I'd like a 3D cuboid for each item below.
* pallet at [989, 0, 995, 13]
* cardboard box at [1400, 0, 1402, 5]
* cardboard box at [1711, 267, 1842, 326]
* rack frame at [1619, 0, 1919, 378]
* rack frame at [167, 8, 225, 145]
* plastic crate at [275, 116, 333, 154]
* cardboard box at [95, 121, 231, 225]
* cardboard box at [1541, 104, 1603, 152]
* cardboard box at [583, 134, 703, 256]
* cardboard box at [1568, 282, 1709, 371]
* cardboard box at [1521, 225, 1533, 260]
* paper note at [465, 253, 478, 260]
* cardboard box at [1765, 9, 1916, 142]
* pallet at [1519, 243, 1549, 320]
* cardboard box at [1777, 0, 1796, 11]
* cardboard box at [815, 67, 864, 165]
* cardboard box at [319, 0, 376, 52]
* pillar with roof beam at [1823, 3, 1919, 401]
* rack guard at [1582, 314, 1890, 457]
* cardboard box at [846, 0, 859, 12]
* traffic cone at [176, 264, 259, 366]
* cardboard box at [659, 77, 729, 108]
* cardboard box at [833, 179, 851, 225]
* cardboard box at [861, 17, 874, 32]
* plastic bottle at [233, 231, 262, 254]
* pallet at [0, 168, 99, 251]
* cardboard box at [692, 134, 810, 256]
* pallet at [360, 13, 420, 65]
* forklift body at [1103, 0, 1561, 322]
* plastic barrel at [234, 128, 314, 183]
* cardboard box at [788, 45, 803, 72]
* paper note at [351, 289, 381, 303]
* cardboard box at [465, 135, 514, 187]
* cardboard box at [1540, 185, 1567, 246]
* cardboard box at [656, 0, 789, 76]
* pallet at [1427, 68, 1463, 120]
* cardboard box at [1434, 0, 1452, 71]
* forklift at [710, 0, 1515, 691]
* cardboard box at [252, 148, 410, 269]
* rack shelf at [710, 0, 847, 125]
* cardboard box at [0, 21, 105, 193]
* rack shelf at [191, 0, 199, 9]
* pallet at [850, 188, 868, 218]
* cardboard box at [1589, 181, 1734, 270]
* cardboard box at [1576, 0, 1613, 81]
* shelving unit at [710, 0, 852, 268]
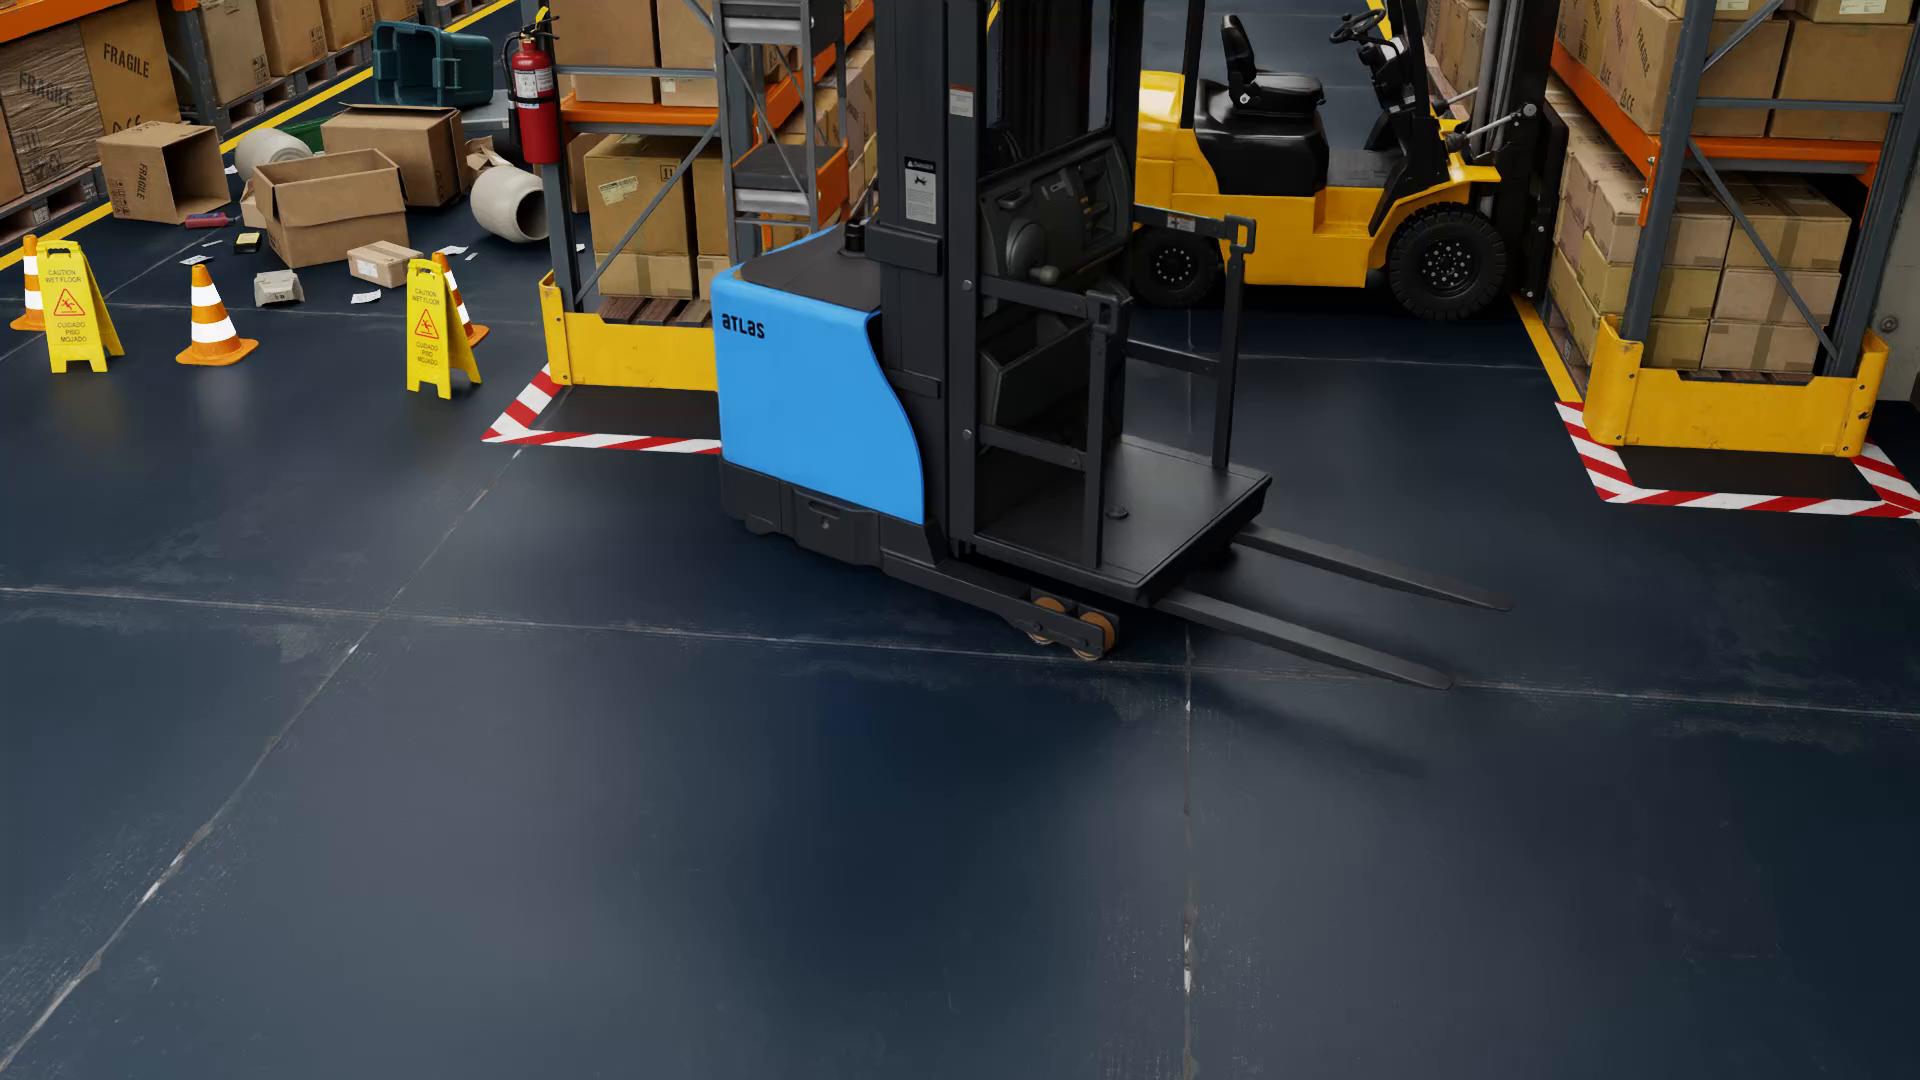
[{"bbox_3d":[-0.134,-5.578,16.881,1.003,0.211,1.213,3,28,6],"label":"pallet"},{"bbox_3d":[4.441,-5.357,15.723,0.500,0.500,0.500,5,29,8],"label":"cardboard box"},{"bbox_3d":[3.753,-1.217,7.776,0.500,0.250,0.500,4,29,7],"label":"cardboard box"},{"bbox_3d":[3.489,-1.814,6.954,1.000,3.000,0.127,3,28,6],"label":"rack frame"},{"bbox_3d":[-5.873,-4.223,11.427,1.000,3.000,0.127,3,28,6],"label":"rack frame"},{"bbox_3d":[-4.594,-2.853,11.787,0.450,0.188,0.662,9,28,37],"label":"plastic crate"},{"bbox_3d":[-5.044,-2.334,10.552,0.500,0.500,0.500,8,29,15],"label":"cardboard box"},{"bbox_3d":[3.414,-2.180,9.036,0.500,0.250,0.500,3,28,5],"label":"cardboard box"},{"bbox_3d":[-1.598,-1.797,8.589,0.500,0.500,0.500,4,29,7],"label":"cardboard box"},{"bbox_3d":[3.233,-1.028,7.951,0.500,0.250,0.500,4,29,7],"label":"cardboard box"},{"bbox_3d":[3.415,-1.742,9.277,0.500,0.250,0.500,4,29,8],"label":"cardboard box"},{"bbox_3d":[-2.897,-1.682,9.862,0.032,0.001,0.123,3,28,6],"label":"paper note"},{"bbox_3d":[3.825,-2.075,7.333,0.500,0.500,0.500,4,29,8],"label":"cardboard box"},{"bbox_3d":[3.693,-1.521,9.351,1.003,0.211,1.213,3,28,6],"label":"pallet"},{"bbox_3d":[3.755,-2.408,7.267,0.380,0.149,0.250,3,28,6],"label":"cardboard box"},{"bbox_3d":[-0.876,-2.514,9.919,0.500,0.500,0.500,5,29,9],"label":"cardboard box"},{"bbox_3d":[-5.650,-4.608,14.069,1.050,0.750,0.750,4,29,7],"label":"cardboard box"},{"bbox_3d":[0.196,-4.980,6.507,9.100,9.000,0.400,3,28,6],"label":"pillar with roof beam"},{"bbox_3d":[3.486,-0.702,7.526,1.175,0.500,0.348,3,28,6],"label":"rack guard"},{"bbox_3d":[-0.806,-3.225,9.839,0.380,0.149,0.250,3,28,5],"label":"cardboard box"},{"bbox_3d":[-3.808,-1.165,8.425,0.336,0.463,0.334,3,28,6],"label":"traffic cone"},{"bbox_3d":[-1.191,-2.138,7.820,0.380,0.149,0.250,3,29,6],"label":"cardboard box"},{"bbox_3d":[-0.940,-1.936,9.637,0.500,0.250,0.500,5,29,10],"label":"cardboard box"},{"bbox_3d":[-0.717,-3.924,13.200,0.950,0.372,0.625,4,29,8],"label":"cardboard box"},{"bbox_3d":[-4.290,-1.802,10.031,0.133,0.061,0.283,-6,29,-11],"label":"plastic bottle"},{"bbox_3d":[-6.190,-2.066,10.363,1.003,0.211,1.213,3,28,6],"label":"pallet"},{"bbox_3d":[-1.062,-1.780,8.557,0.500,0.500,0.500,2,28,4],"label":"cardboard box"},{"bbox_3d":[-5.554,-4.512,14.902,1.003,0.211,1.213,3,28,6],"label":"pallet"},{"bbox_3d":[1.911,-2.439,9.009,2.313,2.155,1.214,3,28,6],"label":"forklift body"},{"bbox_3d":[-4.489,-2.466,10.881,0.421,0.421,0.512,-24,36,-37],"label":"plastic barrel"},{"bbox_3d":[-0.984,-2.494,8.482,0.380,0.149,0.250,4,29,7],"label":"cardboard box"},{"bbox_3d":[-3.297,-1.354,9.231,0.148,0.019,0.142,-6,29,-11],"label":"paper note"},{"bbox_3d":[-3.177,-2.521,11.149,0.258,0.266,0.396,-17,33,-29],"label":"cardboard box"},{"bbox_3d":[3.353,-1.735,8.737,0.500,0.250,0.500,3,28,5],"label":"cardboard box"},{"bbox_3d":[-1.104,-2.482,7.776,0.500,0.500,0.500,3,28,5],"label":"cardboard box"},{"bbox_3d":[4.178,-3.394,12.827,1.003,0.211,1.213,3,28,6],"label":"pallet"},{"bbox_3d":[4.307,-4.118,13.292,0.875,0.625,0.625,4,29,8],"label":"cardboard box"},{"bbox_3d":[0.523,-1.148,5.791,3.031,2.935,1.130,18,33,30],"label":"forklift"},{"bbox_3d":[-3.735,-1.975,9.886,0.797,0.503,0.637,-17,33,-29],"label":"cardboard box"},{"bbox_3d":[-0.740,-2.052,6.898,0.431,0.518,0.480,6,29,10],"label":"rack shelf"},{"bbox_3d":[-6.126,-2.756,10.501,0.875,0.875,0.875,4,29,7],"label":"cardboard box"},{"bbox_3d":[-5.628,-4.848,13.345,1.077,0.370,4.000,3,28,6],"label":"rack shelf"},{"bbox_3d":[-1.142,-1.862,9.983,1.003,0.211,1.213,3,28,6],"label":"pallet"},{"bbox_3d":[3.236,-1.463,7.705,0.500,0.250,0.500,4,29,8],"label":"cardboard box"},{"bbox_3d":[3.424,-2.590,8.289,0.500,0.500,0.500,3,28,5],"label":"cardboard box"},{"bbox_3d":[-0.740,-1.448,7.224,0.431,2.100,0.503,6,29,10],"label":"shelving unit"}]
